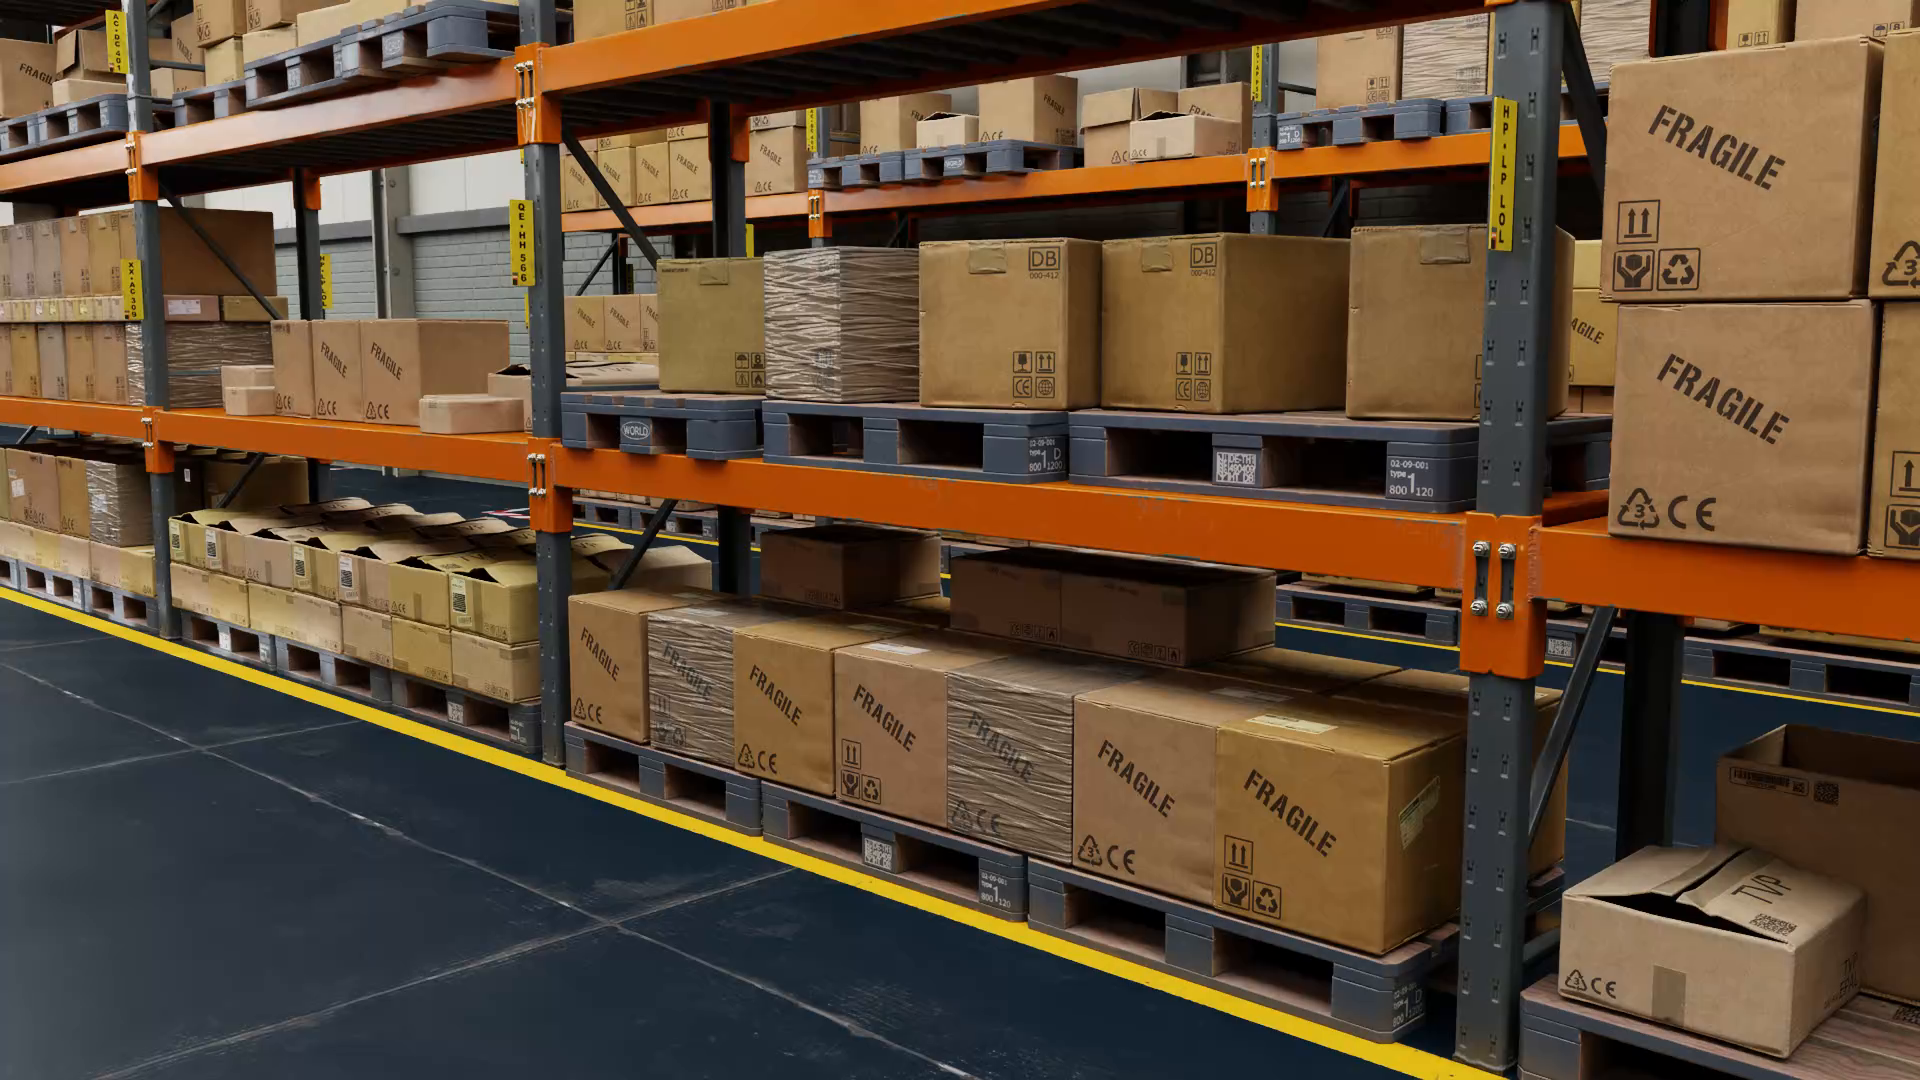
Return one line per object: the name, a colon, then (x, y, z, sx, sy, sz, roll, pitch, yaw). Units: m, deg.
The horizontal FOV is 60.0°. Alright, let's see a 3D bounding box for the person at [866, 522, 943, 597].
person: (-0.288, -0.146, 8.436, 0.407, 1.673, 0.509, 6, 9, 41)
